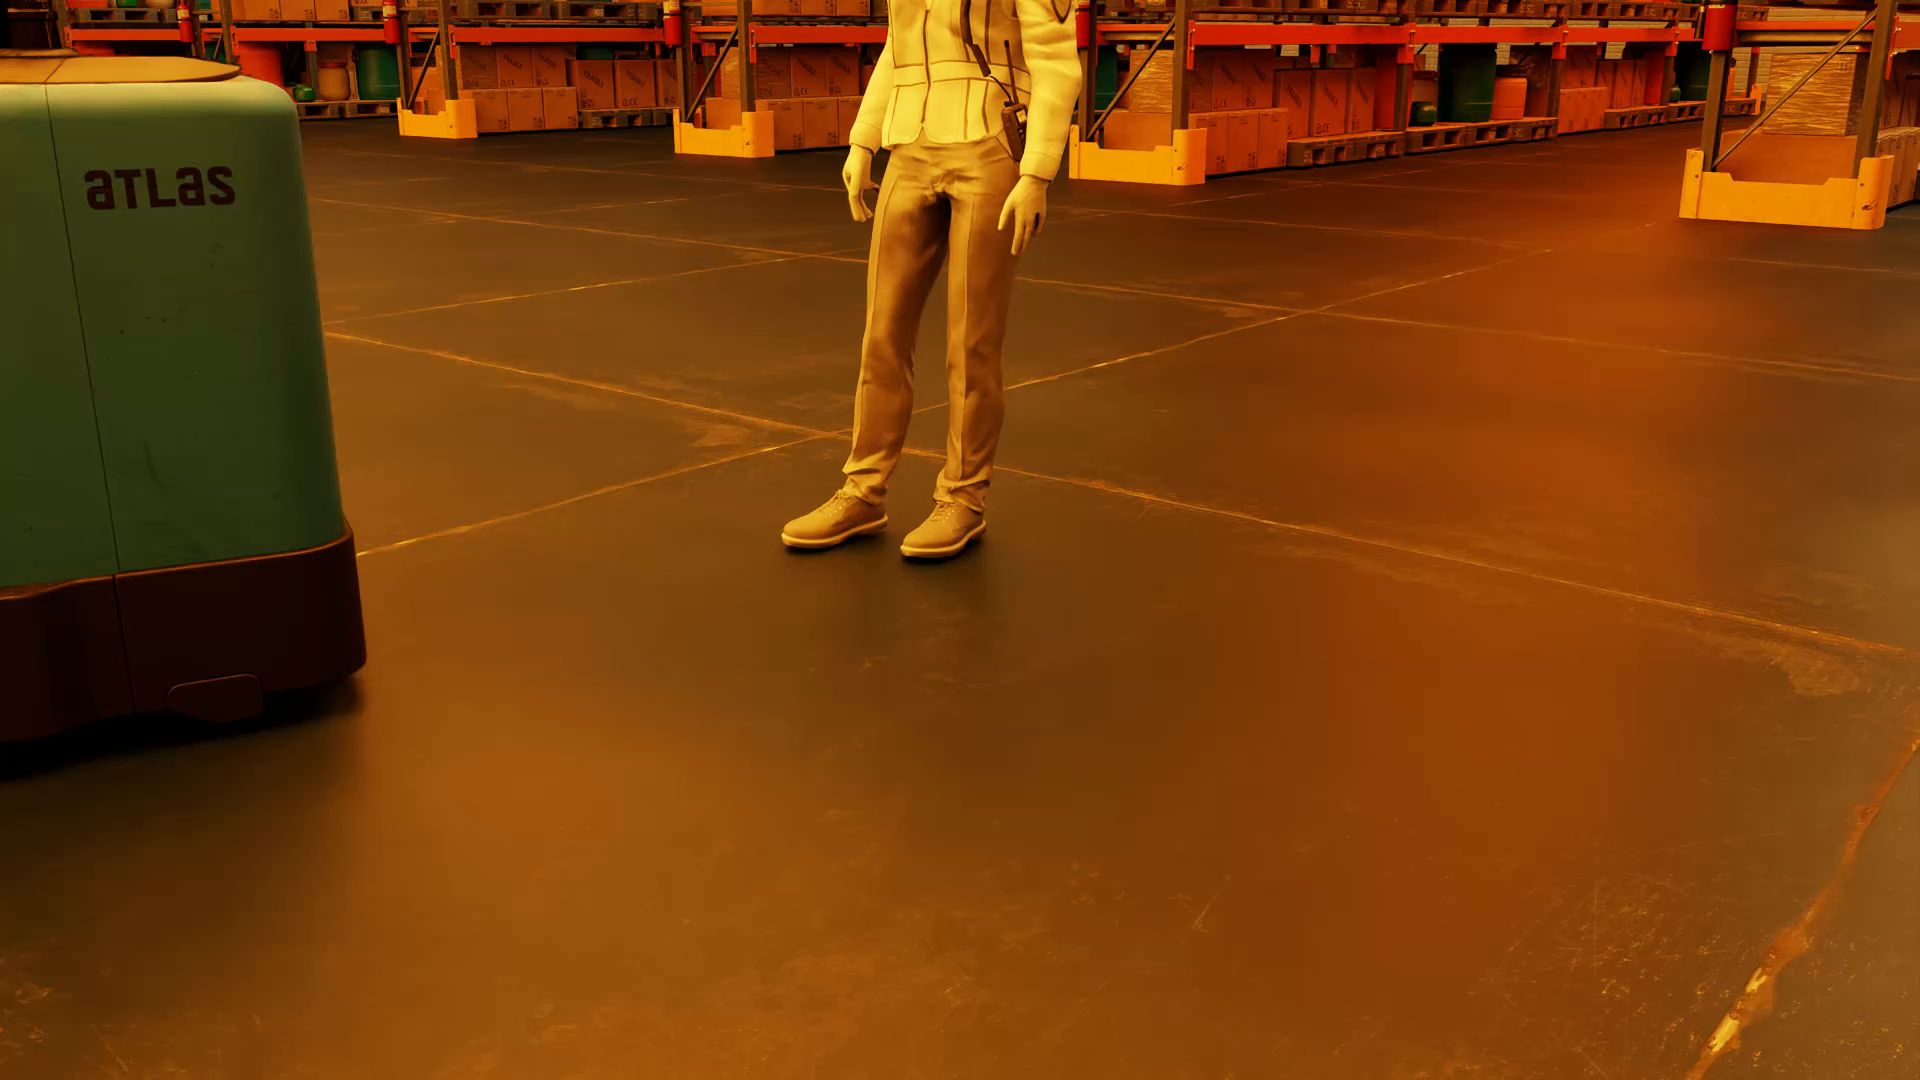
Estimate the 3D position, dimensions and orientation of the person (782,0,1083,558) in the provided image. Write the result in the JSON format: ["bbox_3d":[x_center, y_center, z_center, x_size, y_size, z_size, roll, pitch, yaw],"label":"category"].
[{"bbox_3d":[-0.049,-0.804,3.648,0.586,1.694,0.531,13,21,37],"label":"person"}]

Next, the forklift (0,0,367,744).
[{"bbox_3d":[-2.611,-1.031,2.293,3.031,2.935,1.130,-8,19,-26],"label":"forklift"}]
